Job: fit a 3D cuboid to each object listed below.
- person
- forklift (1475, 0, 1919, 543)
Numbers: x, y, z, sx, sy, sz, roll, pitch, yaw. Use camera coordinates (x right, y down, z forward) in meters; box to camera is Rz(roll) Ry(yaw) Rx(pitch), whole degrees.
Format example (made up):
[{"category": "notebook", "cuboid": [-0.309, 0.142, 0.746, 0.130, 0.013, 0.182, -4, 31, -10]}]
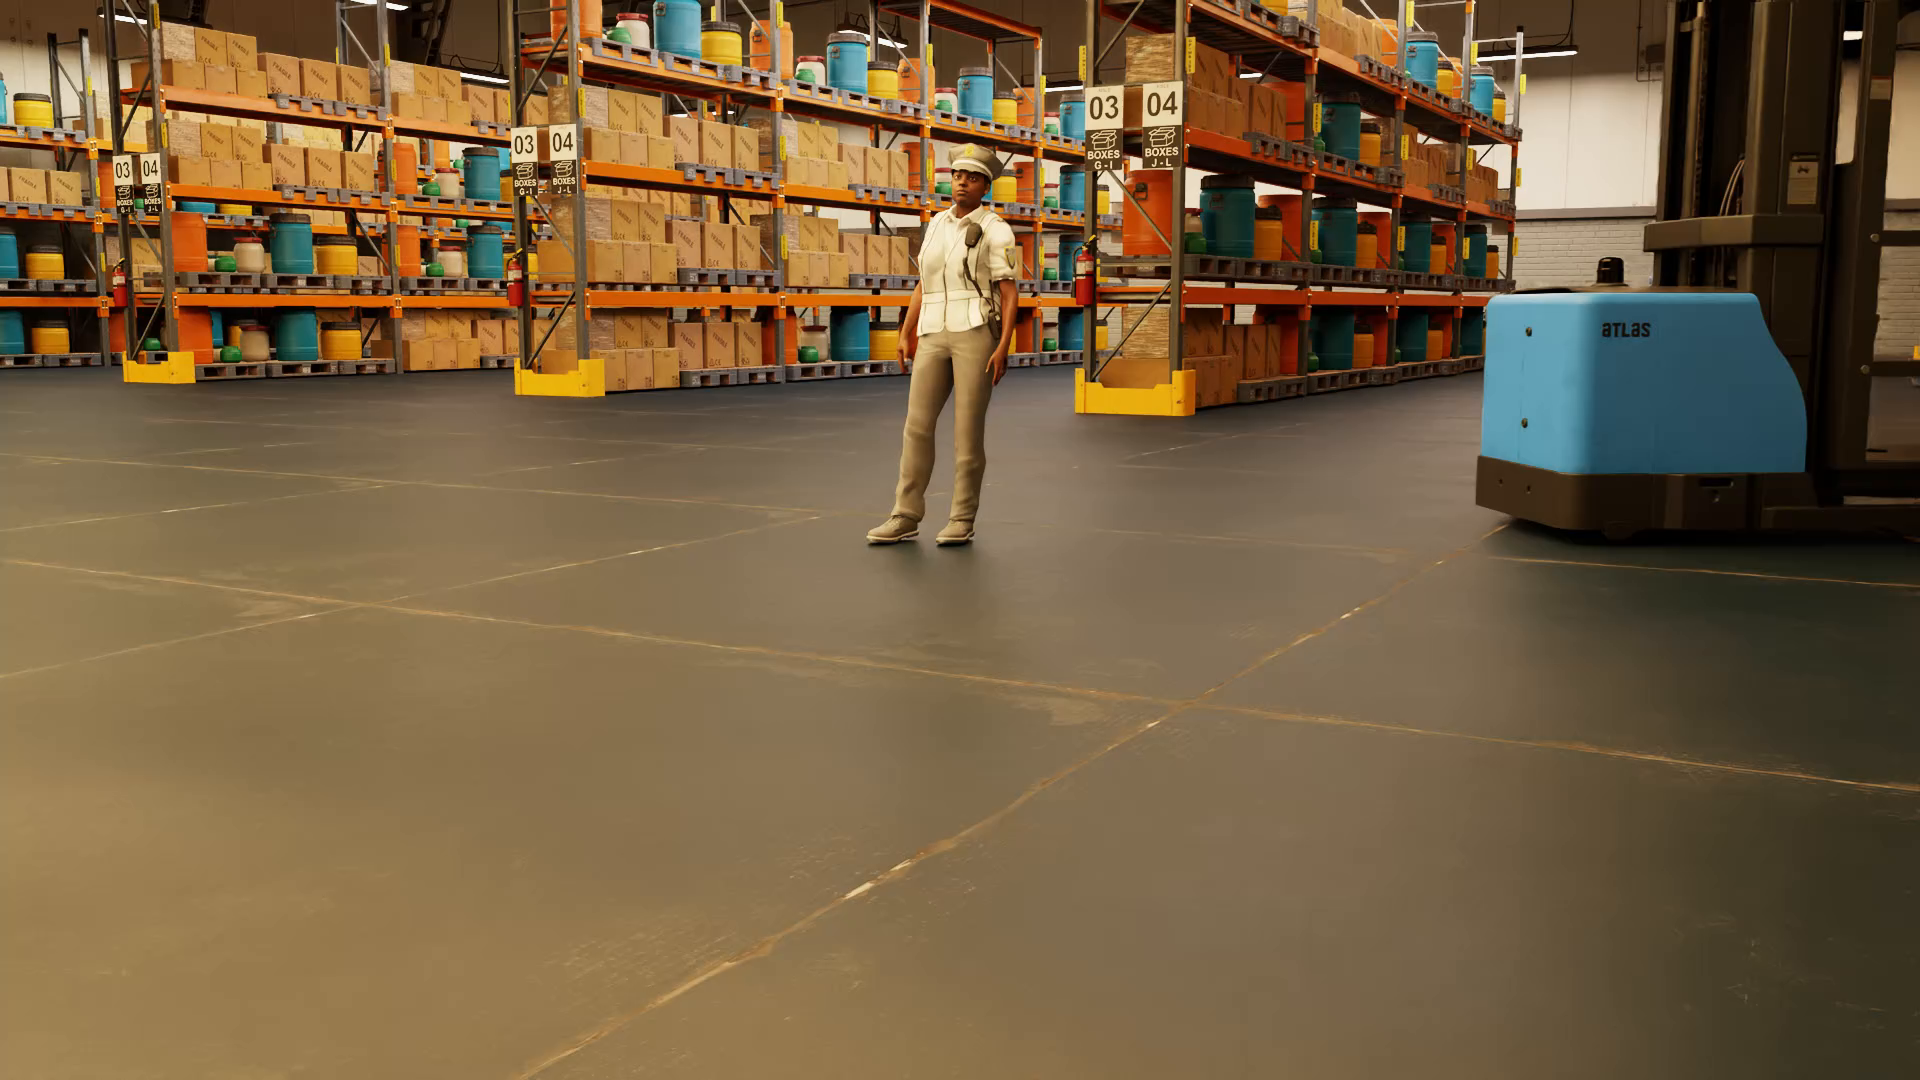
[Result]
[{"category": "person", "cuboid": [-0.053, -0.839, 7.142, 0.570, 1.695, 0.530, 4, 9, 29]}, {"category": "forklift", "cuboid": [4.032, -1.509, 7.525, 3.031, 2.935, 1.130, -1, 8, -5]}]
